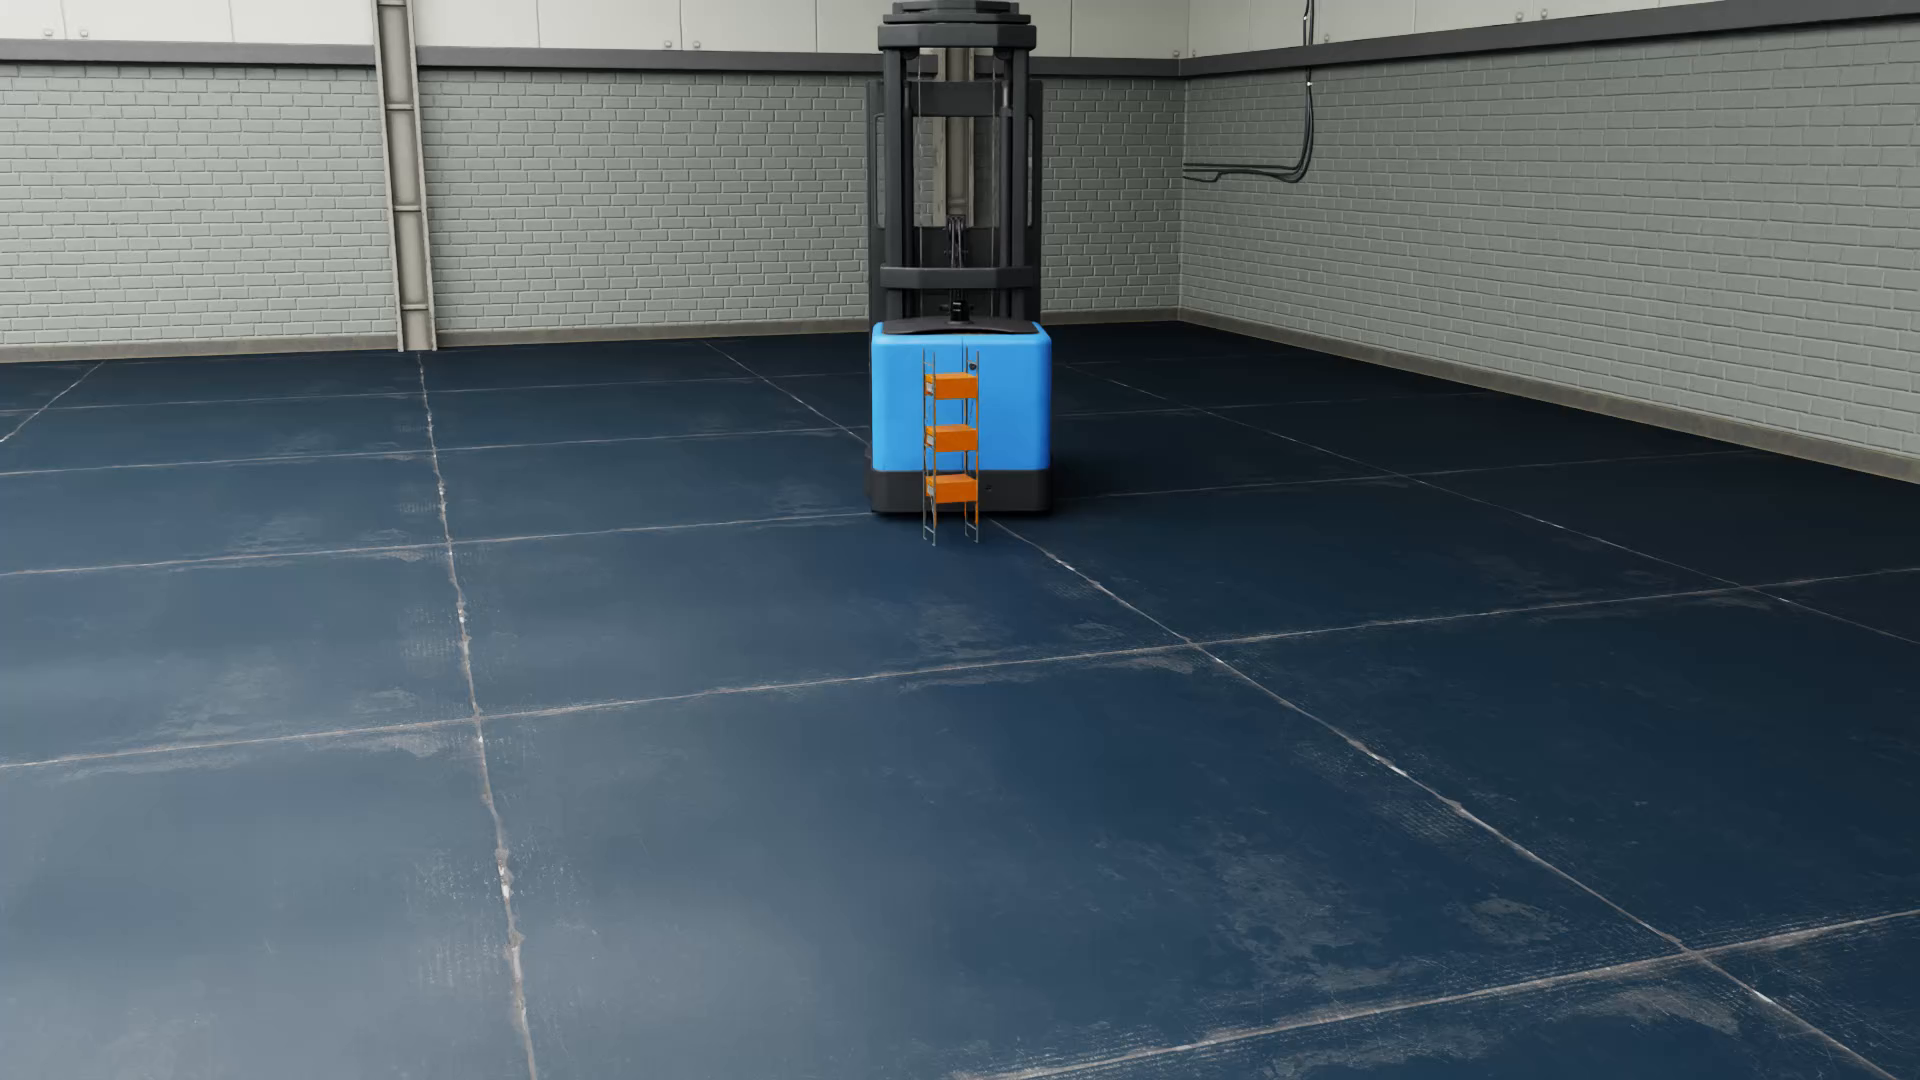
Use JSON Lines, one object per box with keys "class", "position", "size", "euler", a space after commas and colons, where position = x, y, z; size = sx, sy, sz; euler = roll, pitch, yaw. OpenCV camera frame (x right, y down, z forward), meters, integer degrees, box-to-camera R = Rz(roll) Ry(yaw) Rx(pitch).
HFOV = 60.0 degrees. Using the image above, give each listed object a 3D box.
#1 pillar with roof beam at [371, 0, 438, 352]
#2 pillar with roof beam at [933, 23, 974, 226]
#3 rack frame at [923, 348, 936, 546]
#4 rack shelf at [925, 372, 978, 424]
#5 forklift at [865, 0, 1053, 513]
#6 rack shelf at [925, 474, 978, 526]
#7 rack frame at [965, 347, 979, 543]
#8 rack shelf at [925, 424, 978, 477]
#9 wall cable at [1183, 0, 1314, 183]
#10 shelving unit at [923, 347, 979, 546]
{"class": "pillar with roof beam", "position": [-4.387, -5.460, 12.652], "size": [0.400, 9.000, 9.100], "euler": [-4, 14, -18]}
{"class": "pillar with roof beam", "position": [1.300, -5.903, 14.514], "size": [0.400, 9.000, 9.100], "euler": [-4, 14, -18]}
{"class": "rack frame", "position": [-0.166, -0.498, 8.967], "size": [0.008, 1.050, 0.200], "euler": [-4, 14, -18]}
{"class": "rack shelf", "position": [-0.051, -0.773, 8.941], "size": [0.240, 0.259, 0.215], "euler": [-4, 14, -18]}
{"class": "forklift", "position": [-0.045, -1.867, 10.657], "size": [1.130, 2.935, 3.031], "euler": [-1, 13, -2]}
{"class": "rack shelf", "position": [-0.051, -0.226, 9.071], "size": [0.240, 0.259, 0.215], "euler": [-4, 14, -18]}
{"class": "rack frame", "position": [0.065, -0.516, 9.043], "size": [0.008, 1.050, 0.200], "euler": [-4, 14, -18]}
{"class": "rack shelf", "position": [-0.051, -0.497, 9.007], "size": [0.240, 0.259, 0.215], "euler": [-4, 14, -18]}
{"class": "wall cable", "position": [3.140, -5.264, 18.538], "size": [0.112, 2.526, 3.097], "euler": [-4, 14, -18]}
{"class": "shelving unit", "position": [-0.051, -0.507, 9.005], "size": [0.252, 1.050, 0.215], "euler": [-4, 14, -18]}
